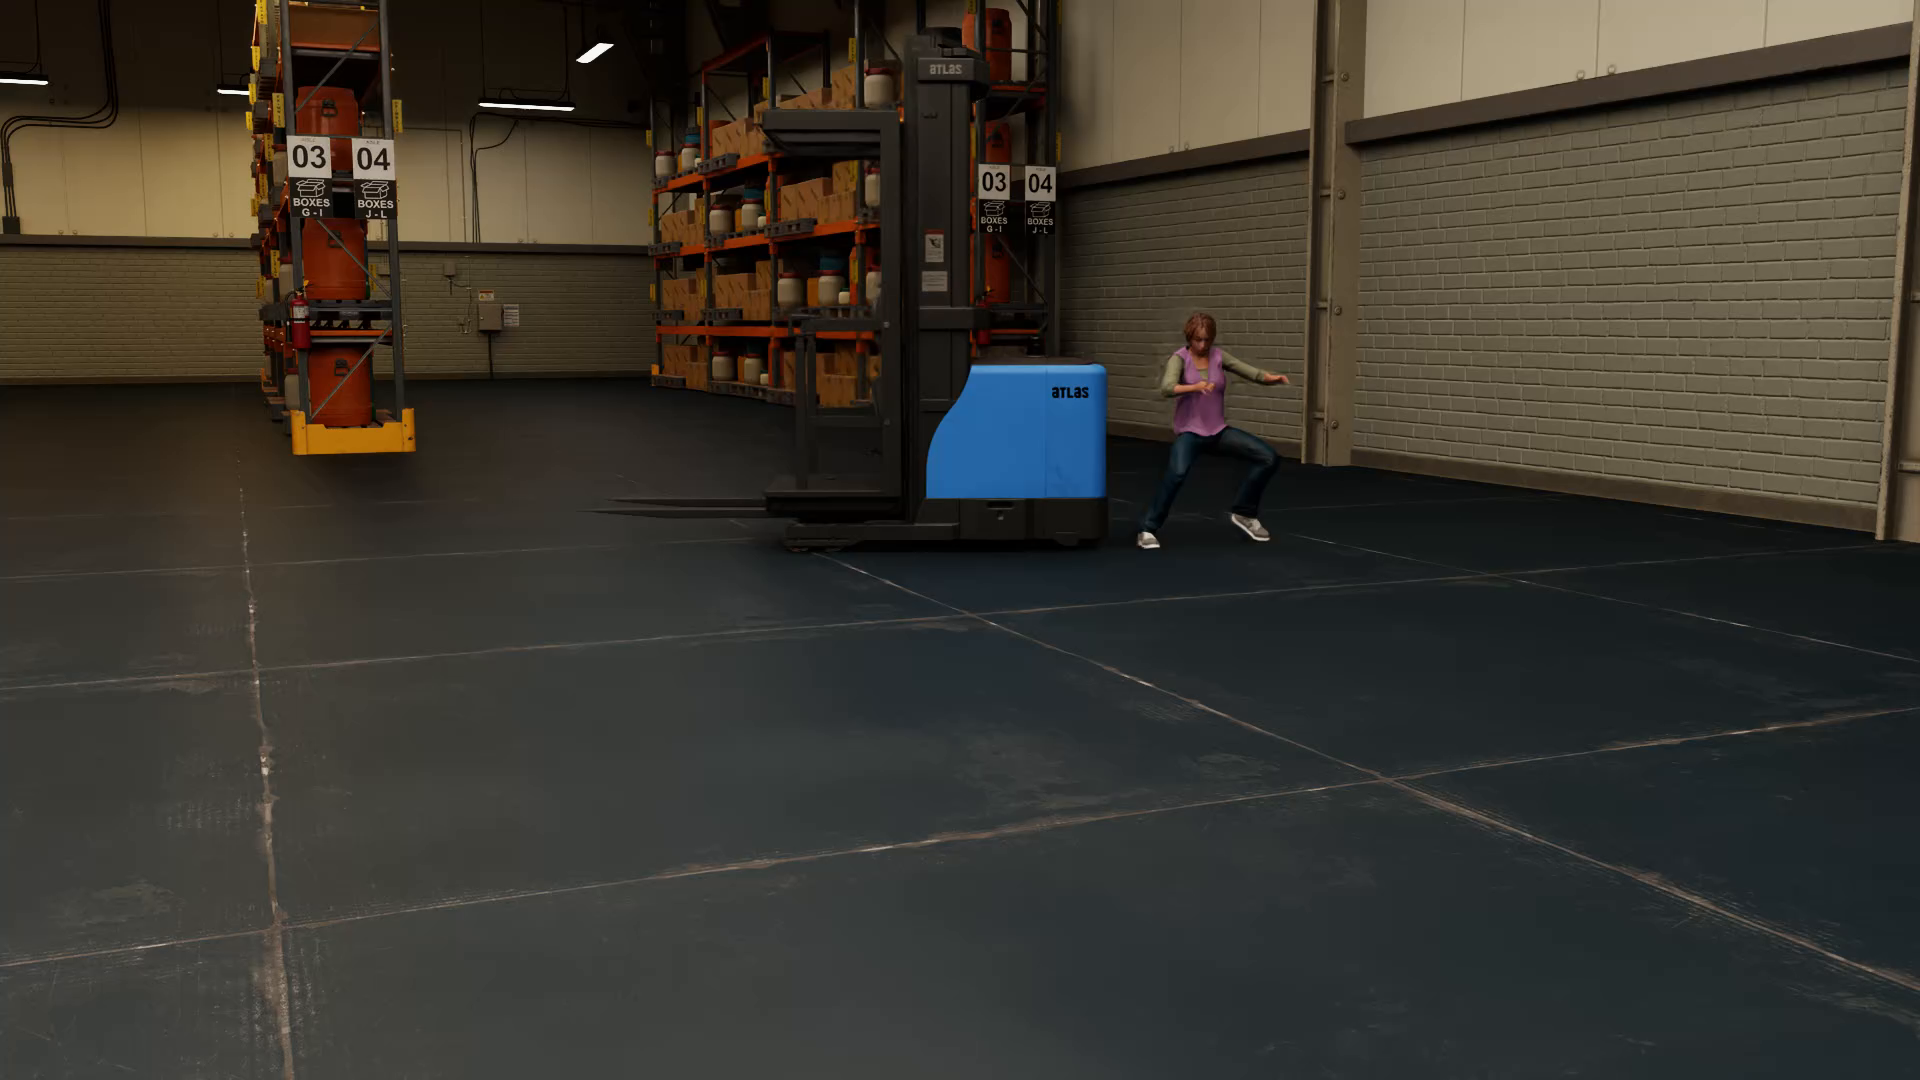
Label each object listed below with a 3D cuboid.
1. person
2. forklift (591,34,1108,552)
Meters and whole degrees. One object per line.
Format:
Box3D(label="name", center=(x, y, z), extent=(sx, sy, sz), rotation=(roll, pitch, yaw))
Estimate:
Box3D(label="person", center=(1.460, -0.631, 9.818), extent=(0.854, 1.340, 0.669), rotation=(-2, 8, -12))
Box3D(label="forklift", center=(-0.660, -1.451, 9.947), extent=(3.031, 2.935, 1.130), rotation=(0, 8, -1))
